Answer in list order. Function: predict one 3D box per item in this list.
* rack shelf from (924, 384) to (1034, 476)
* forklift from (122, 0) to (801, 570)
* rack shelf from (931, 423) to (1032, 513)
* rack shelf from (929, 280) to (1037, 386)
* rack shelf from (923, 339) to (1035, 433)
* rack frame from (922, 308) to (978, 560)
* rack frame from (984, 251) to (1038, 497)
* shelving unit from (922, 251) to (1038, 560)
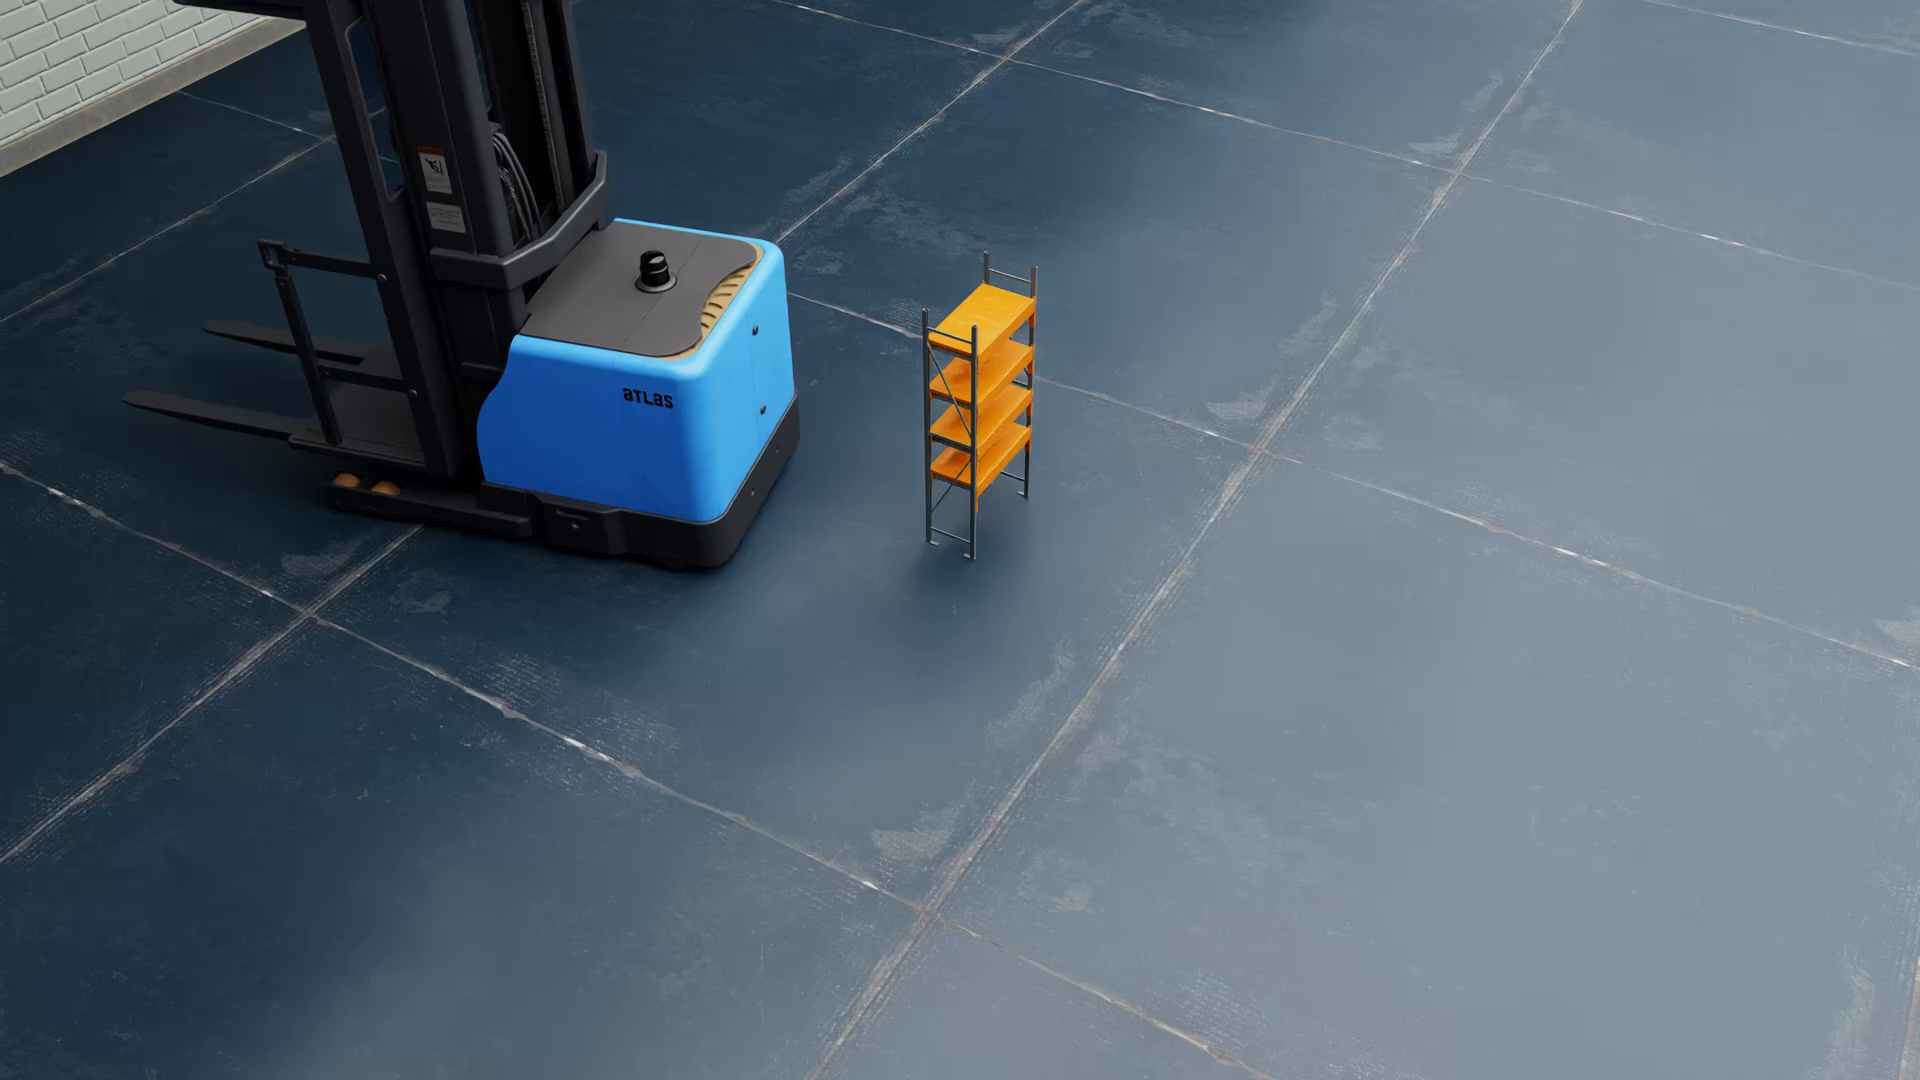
[{"bbox_3d":[0.083,-0.495,7.005,0.258,0.148,0.480,21,45,22],"label":"rack shelf"},{"bbox_3d":[-2.312,-1.519,6.758,3.031,2.935,1.130,11,42,12],"label":"forklift"},{"bbox_3d":[0.083,-0.345,7.137,0.258,0.148,0.480,21,45,22],"label":"rack shelf"},{"bbox_3d":[0.083,-0.840,6.701,0.258,0.148,0.480,21,45,22],"label":"rack shelf"},{"bbox_3d":[0.083,-0.662,6.858,0.258,0.148,0.480,21,45,22],"label":"rack shelf"},{"bbox_3d":[-0.039,-0.405,6.802,0.240,1.200,0.015,21,45,22],"label":"rack frame"},{"bbox_3d":[0.205,-0.685,7.120,0.240,1.200,0.015,21,45,22],"label":"rack frame"},{"bbox_3d":[0.083,-0.545,6.961,0.258,1.200,0.503,21,45,22],"label":"shelving unit"}]
